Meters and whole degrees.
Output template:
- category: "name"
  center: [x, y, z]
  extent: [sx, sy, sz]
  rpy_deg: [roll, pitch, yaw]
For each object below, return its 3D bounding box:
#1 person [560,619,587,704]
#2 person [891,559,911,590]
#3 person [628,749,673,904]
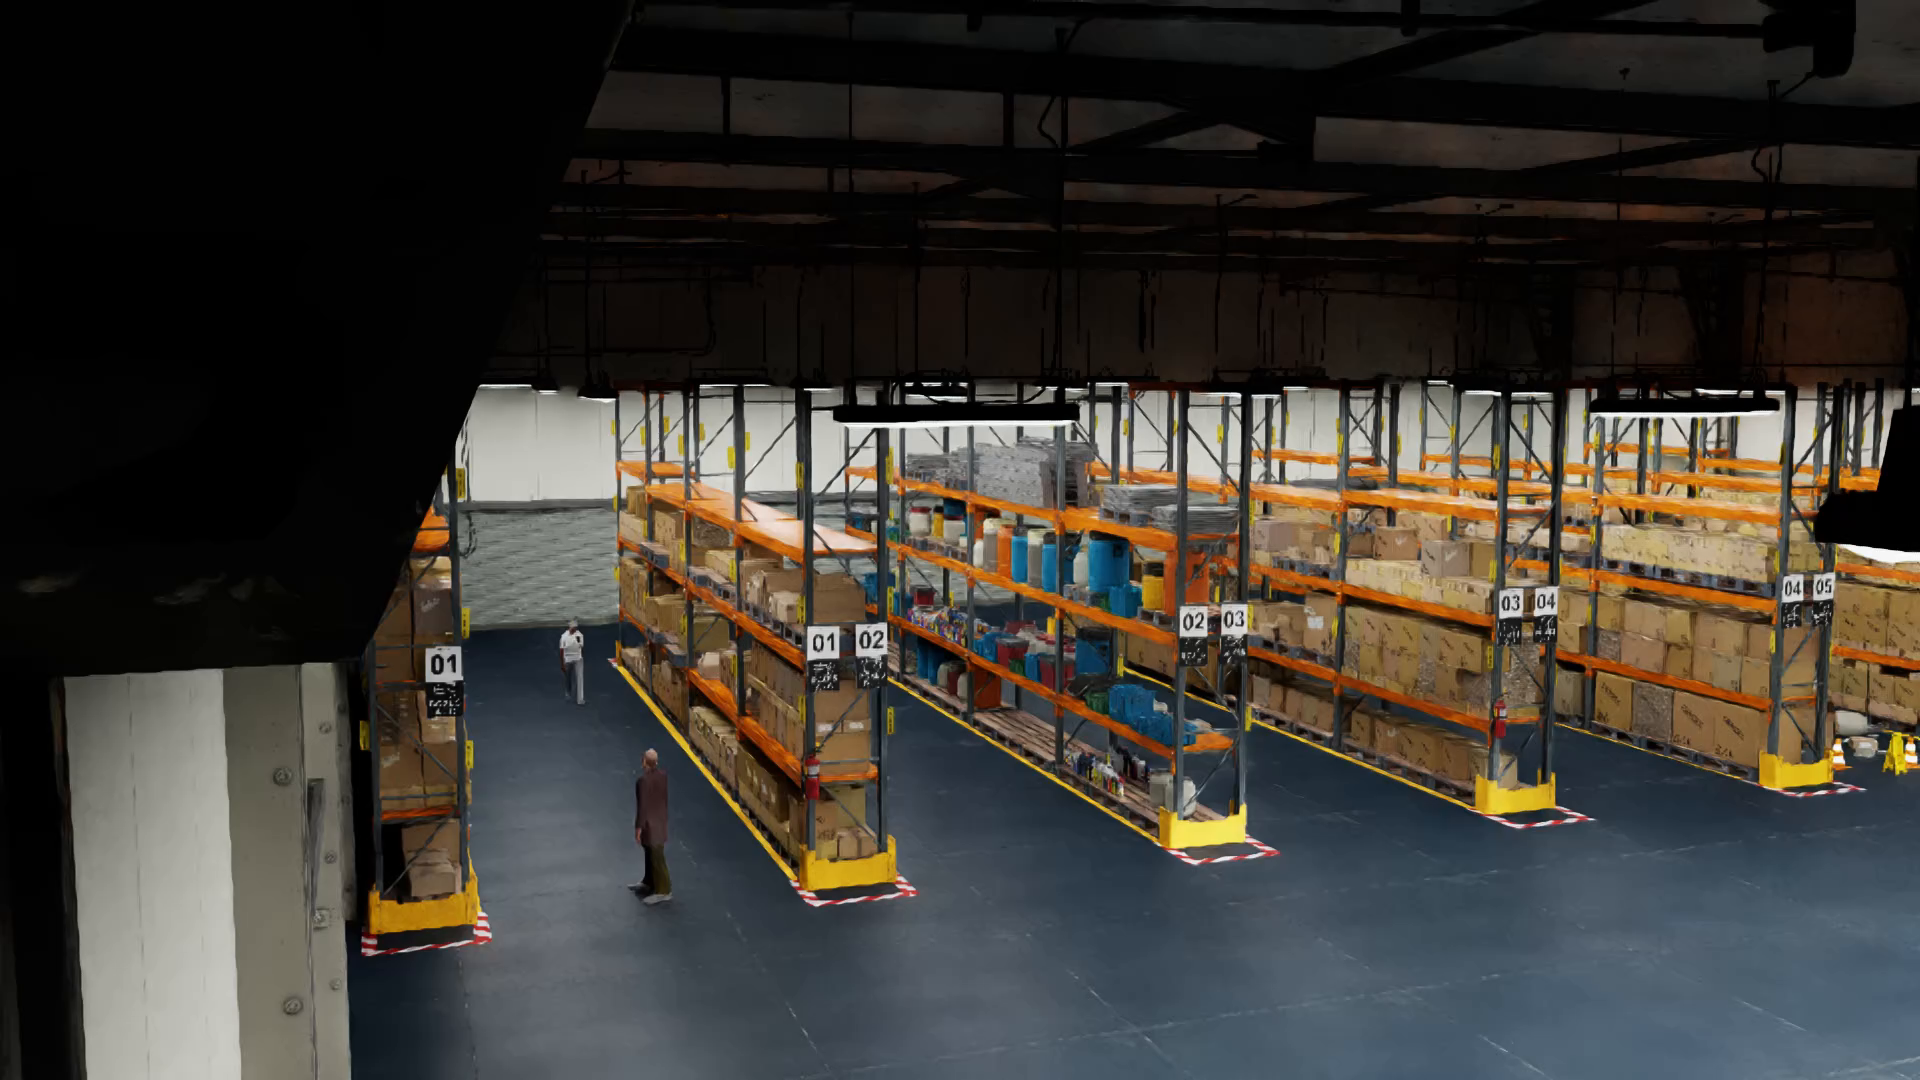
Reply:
- category: "person"
  center: [-7.243, 2.242, 31.069]
  extent: [0.456, 1.589, 1.088]
  rpy_deg: [-2, 6, -17]
- category: "person"
  center: [-1.505, 1.211, 40.913]
  extent: [0.598, 1.618, 0.507]
  rpy_deg: [-2, 6, -22]
- category: "person"
  center: [-3.685, 3.350, 19.692]
  extent: [0.630, 1.773, 0.678]
  rpy_deg: [1, 6, 9]
